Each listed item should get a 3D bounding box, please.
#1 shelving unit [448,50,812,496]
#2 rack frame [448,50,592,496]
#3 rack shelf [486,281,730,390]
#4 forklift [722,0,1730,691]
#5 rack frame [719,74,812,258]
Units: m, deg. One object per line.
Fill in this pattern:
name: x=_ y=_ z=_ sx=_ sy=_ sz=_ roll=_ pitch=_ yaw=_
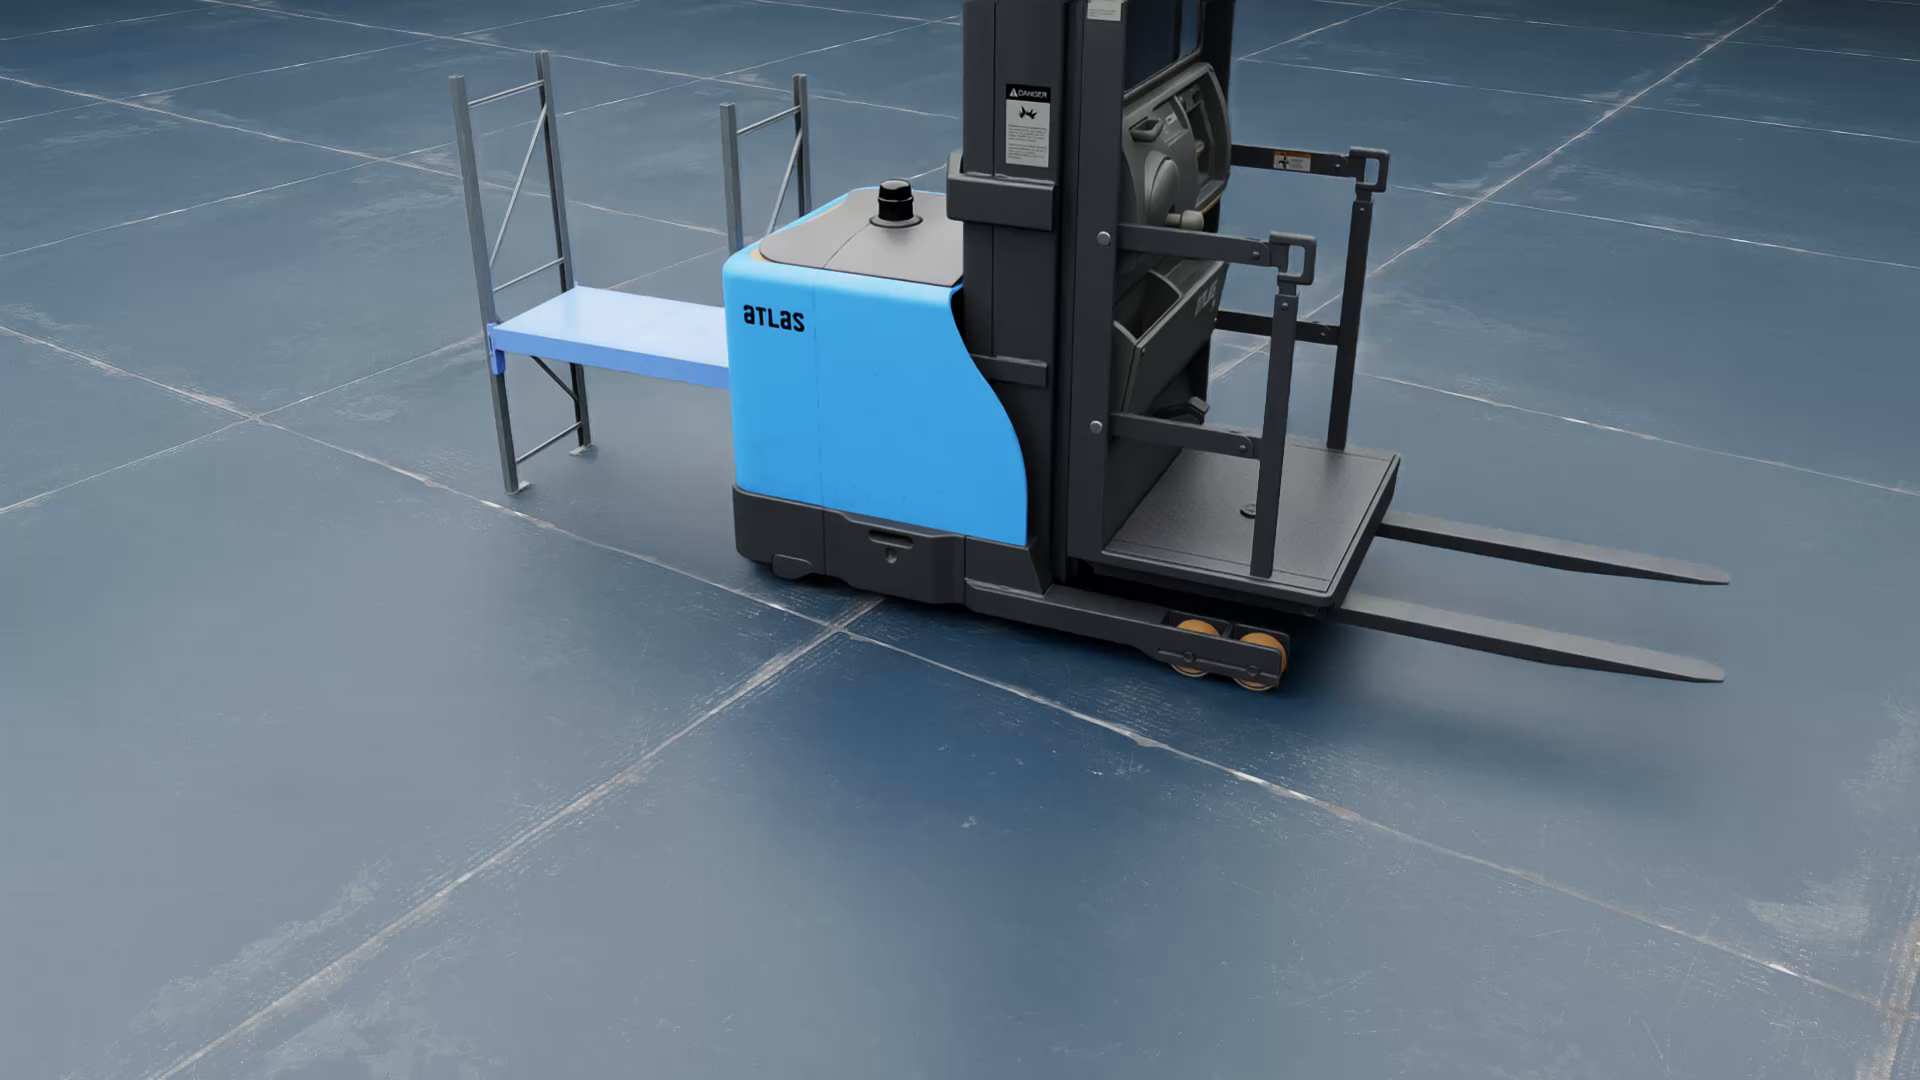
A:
shelving unit: x=-1.080 y=-0.842 z=5.750 sx=1.048 sy=1.500 sz=0.538 roll=11 pitch=29 yaw=21
rack frame: x=-1.546 y=-0.934 z=5.932 sx=0.032 sy=1.500 sz=0.500 roll=11 pitch=29 yaw=21
rack shelf: x=-1.080 y=-0.681 z=5.832 sx=1.000 sy=0.185 sz=0.538 roll=11 pitch=29 yaw=21
forklift: x=0.817 y=-1.138 z=4.755 sx=3.031 sy=2.935 sz=1.130 roll=11 pitch=29 yaw=21
rack frame: x=-0.615 y=-0.749 z=5.568 sx=0.032 sy=1.500 sz=0.500 roll=11 pitch=29 yaw=21
